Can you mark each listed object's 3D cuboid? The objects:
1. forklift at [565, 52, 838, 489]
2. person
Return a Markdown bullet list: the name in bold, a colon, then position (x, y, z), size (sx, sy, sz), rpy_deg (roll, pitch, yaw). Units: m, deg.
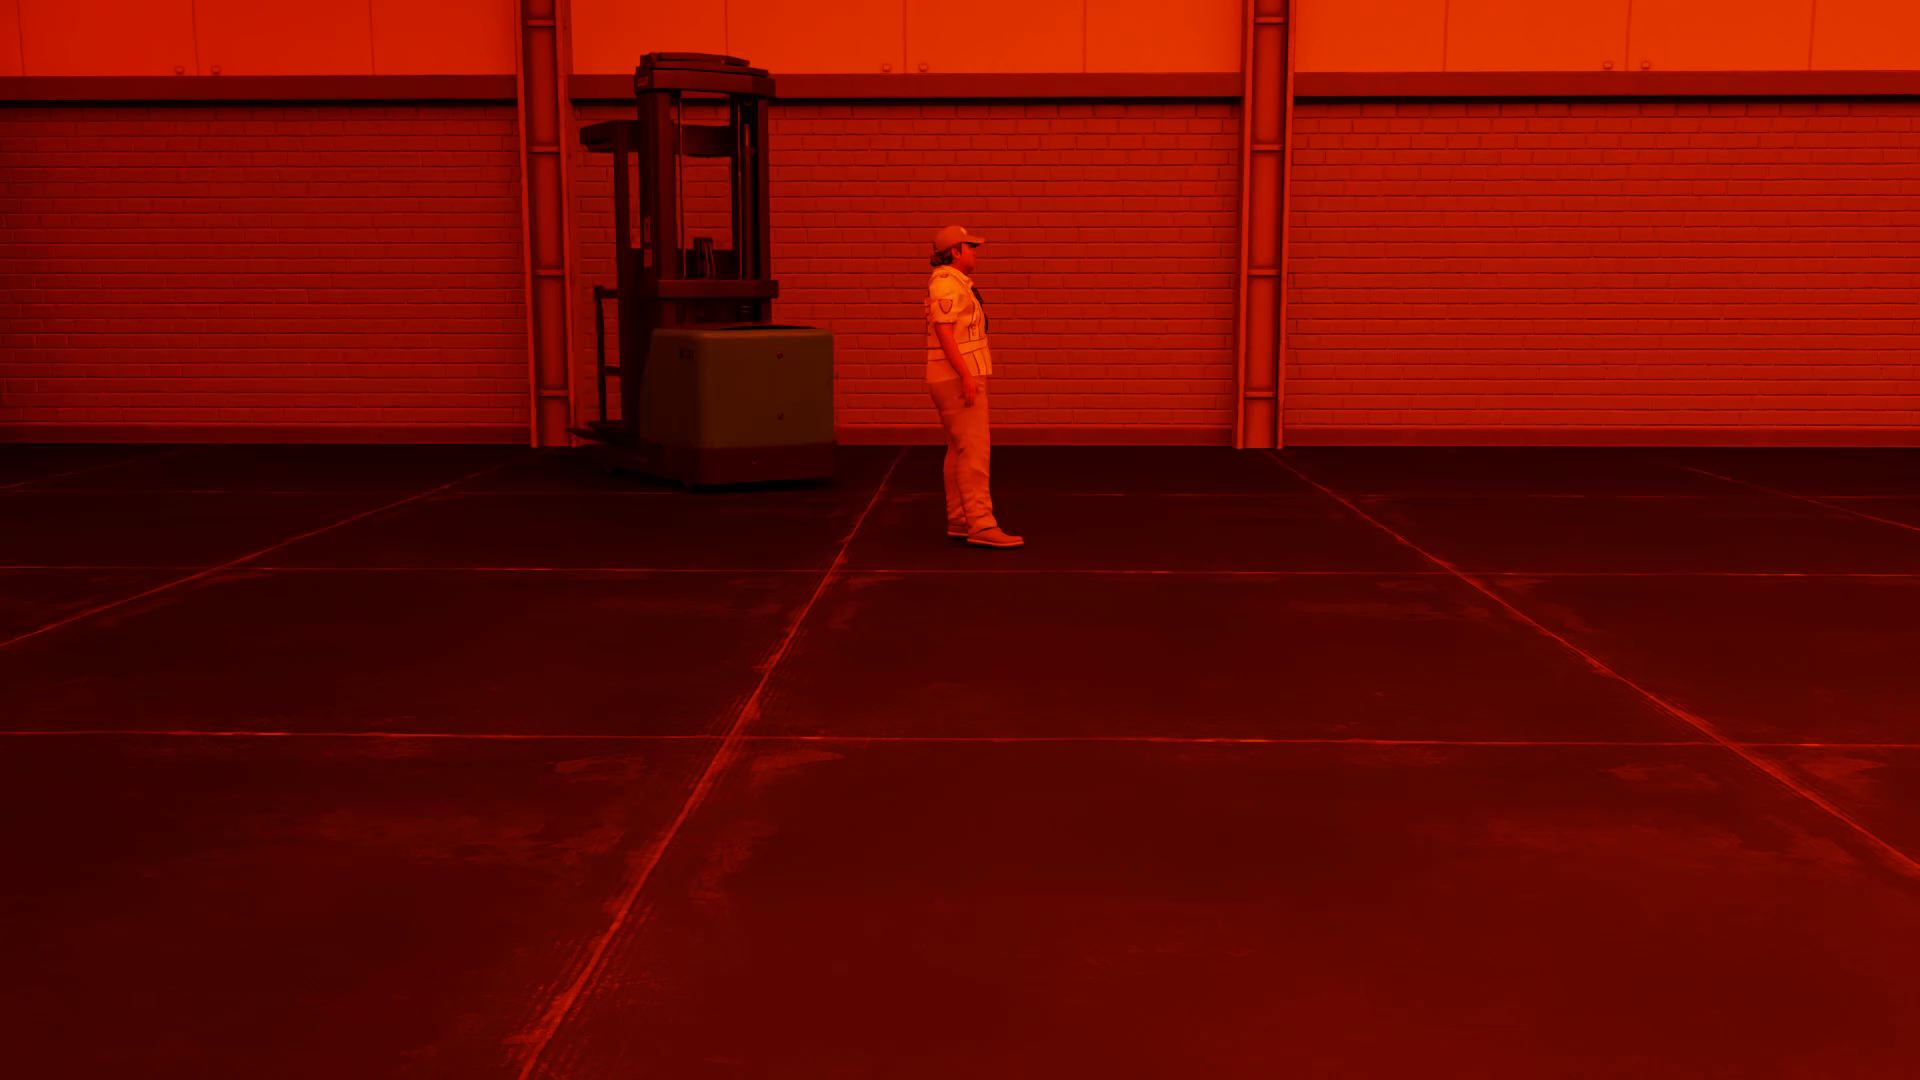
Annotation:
- **forklift**: position (-2.076, -1.966, 12.169), size (1.130, 2.935, 3.031), rpy_deg (-6, 10, -33)
- **person**: position (0.077, -0.827, 8.850), size (0.527, 1.670, 0.598), rpy_deg (0, 9, 1)
